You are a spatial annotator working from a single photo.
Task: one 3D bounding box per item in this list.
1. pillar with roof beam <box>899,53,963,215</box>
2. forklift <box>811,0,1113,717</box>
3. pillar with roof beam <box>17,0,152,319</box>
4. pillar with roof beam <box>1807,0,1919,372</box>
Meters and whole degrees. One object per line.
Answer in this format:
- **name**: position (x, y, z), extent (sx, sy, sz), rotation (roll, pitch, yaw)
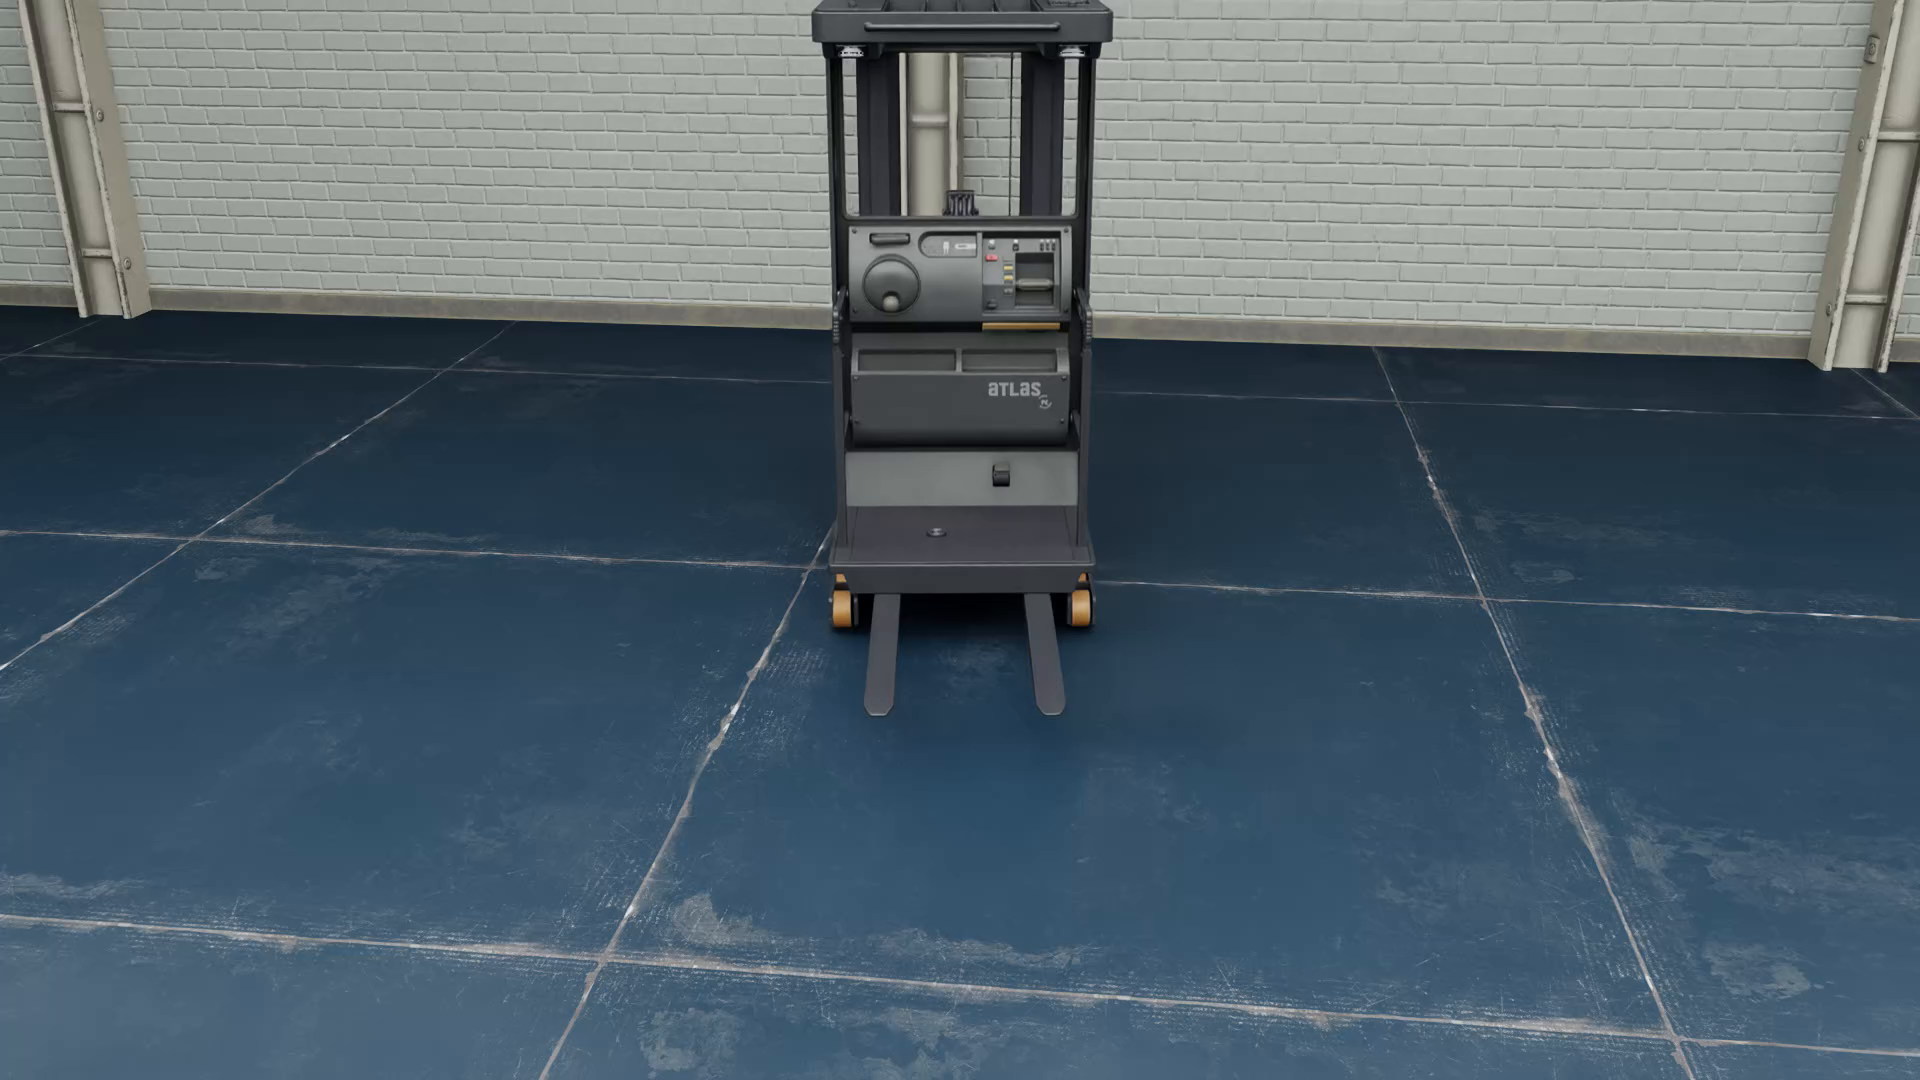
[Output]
- **pillar with roof beam**: position (-0.700, -4.013, 5.850), extent (0.400, 9.000, 9.100), rotation (2, 22, 6)
- **forklift**: position (0.006, -1.104, 6.745), extent (1.130, 2.935, 3.031), rotation (0, 22, 0)
- **pillar with roof beam**: position (-6.658, -4.272, 6.506), extent (0.400, 9.000, 9.100), rotation (2, 22, 6)
- **pillar with roof beam**: position (5.259, -3.753, 5.193), extent (0.400, 9.000, 9.100), rotation (2, 22, 6)
